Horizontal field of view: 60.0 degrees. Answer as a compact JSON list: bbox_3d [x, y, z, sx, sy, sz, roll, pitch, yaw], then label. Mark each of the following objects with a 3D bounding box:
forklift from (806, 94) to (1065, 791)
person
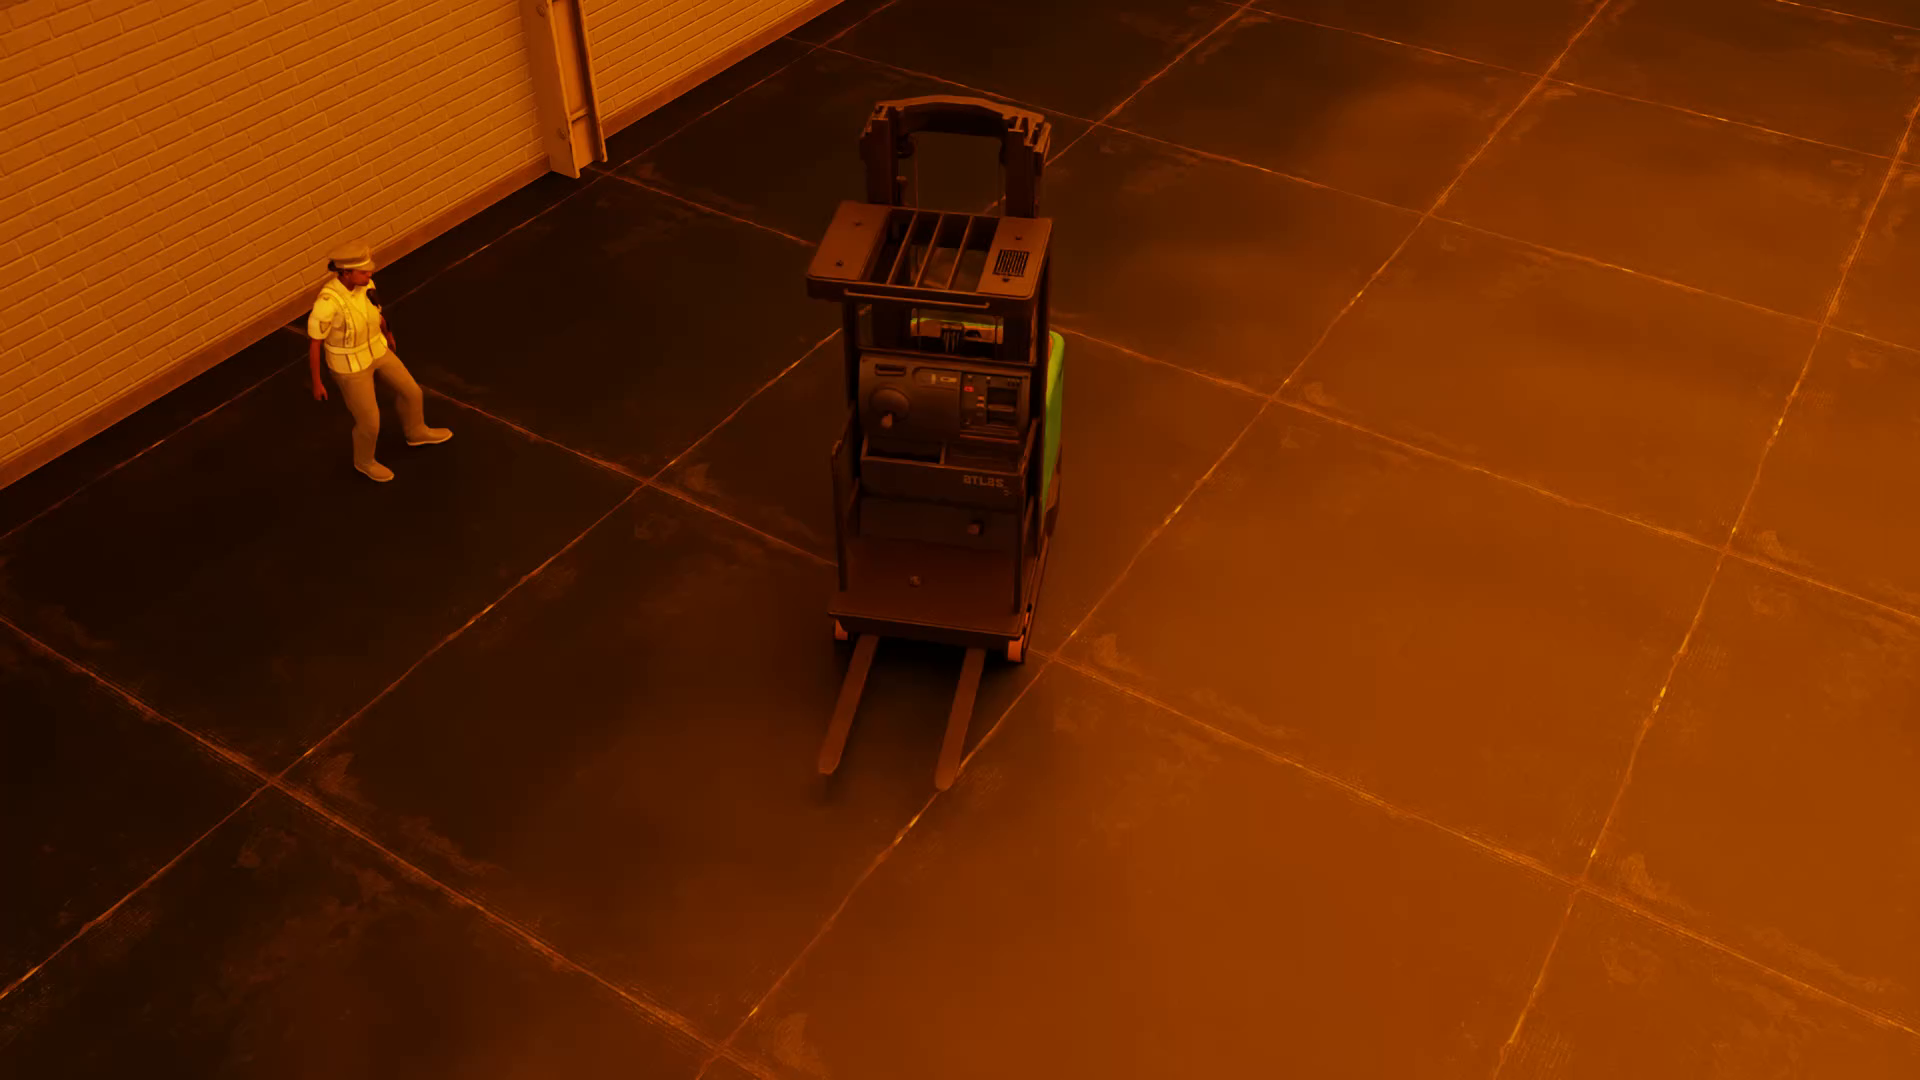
[{"bbox_3d":[-0.122,-0.683,8.773,1.130,2.935,3.031,7,41,8],"label":"forklift"},{"bbox_3d":[-3.666,-1.119,10.308,0.409,1.631,0.796,17,43,19],"label":"person"}]
